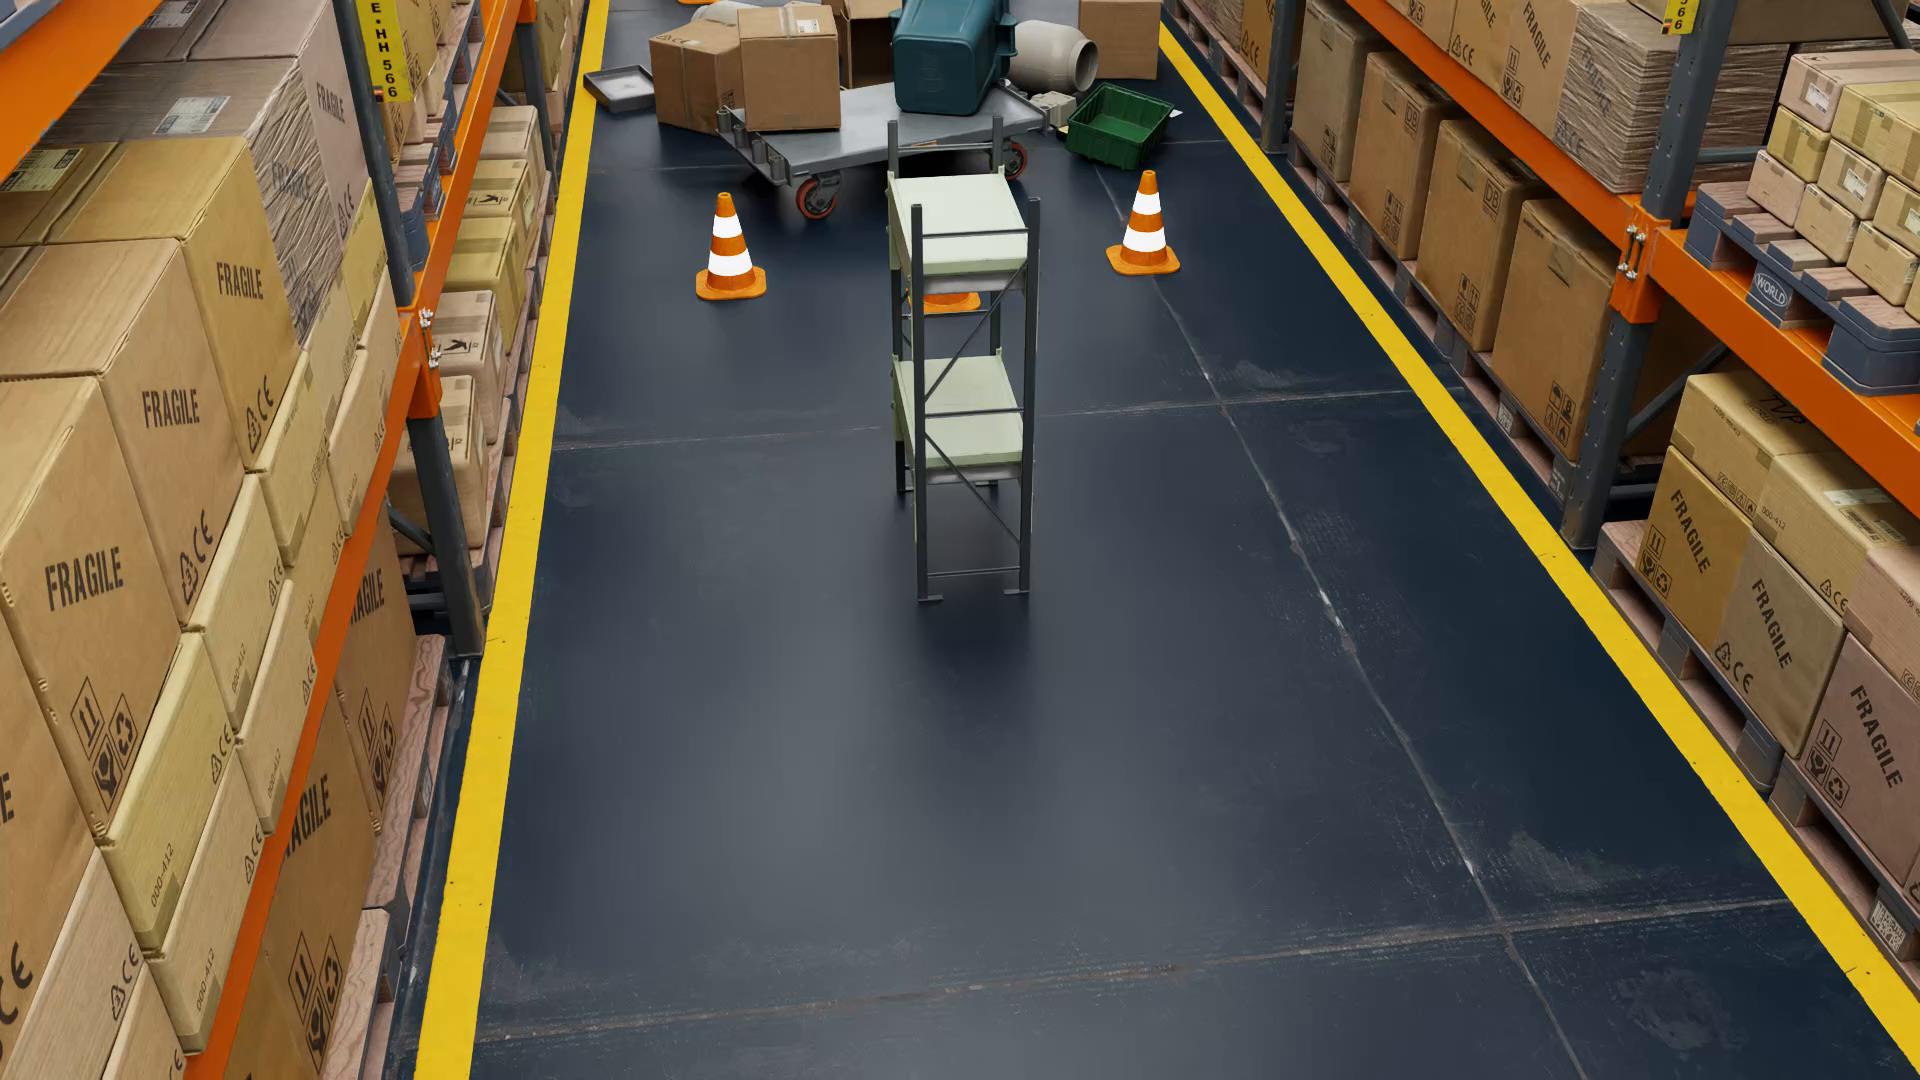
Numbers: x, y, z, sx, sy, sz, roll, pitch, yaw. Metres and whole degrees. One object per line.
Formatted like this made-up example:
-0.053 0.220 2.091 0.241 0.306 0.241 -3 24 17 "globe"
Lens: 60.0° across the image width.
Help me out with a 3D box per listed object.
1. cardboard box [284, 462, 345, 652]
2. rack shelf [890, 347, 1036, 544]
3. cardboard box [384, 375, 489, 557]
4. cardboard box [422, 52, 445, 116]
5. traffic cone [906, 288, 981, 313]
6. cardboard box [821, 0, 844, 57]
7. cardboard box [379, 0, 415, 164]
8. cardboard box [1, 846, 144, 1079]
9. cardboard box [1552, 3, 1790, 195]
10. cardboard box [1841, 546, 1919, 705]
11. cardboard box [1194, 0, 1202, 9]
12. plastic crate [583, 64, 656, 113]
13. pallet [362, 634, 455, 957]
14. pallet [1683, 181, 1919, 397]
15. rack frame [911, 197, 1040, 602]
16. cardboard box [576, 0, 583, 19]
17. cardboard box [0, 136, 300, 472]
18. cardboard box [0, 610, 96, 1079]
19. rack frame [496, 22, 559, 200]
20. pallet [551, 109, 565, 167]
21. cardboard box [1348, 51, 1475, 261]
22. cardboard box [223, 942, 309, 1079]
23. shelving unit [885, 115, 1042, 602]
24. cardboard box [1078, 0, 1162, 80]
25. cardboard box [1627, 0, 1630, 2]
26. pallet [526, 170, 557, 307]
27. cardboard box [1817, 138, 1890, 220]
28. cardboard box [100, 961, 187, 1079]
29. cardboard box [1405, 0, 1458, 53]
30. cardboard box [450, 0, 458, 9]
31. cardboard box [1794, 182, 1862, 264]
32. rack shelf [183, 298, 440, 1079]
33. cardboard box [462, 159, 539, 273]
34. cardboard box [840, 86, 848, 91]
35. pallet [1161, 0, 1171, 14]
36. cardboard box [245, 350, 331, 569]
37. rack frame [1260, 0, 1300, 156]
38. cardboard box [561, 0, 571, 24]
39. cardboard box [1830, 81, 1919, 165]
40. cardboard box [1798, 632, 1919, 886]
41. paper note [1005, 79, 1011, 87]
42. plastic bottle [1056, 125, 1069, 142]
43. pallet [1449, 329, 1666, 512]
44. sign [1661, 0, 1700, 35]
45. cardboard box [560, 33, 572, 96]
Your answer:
-1.665 0.056 3.637 0.500 0.250 0.500 -5 35 -7 "cardboard box"
-0.001 -0.354 6.017 0.431 0.370 0.720 -4 35 -6 "rack shelf"
-2.193 -0.238 5.896 0.950 0.372 0.625 -7 35 -10 "cardboard box"
-1.998 -1.571 5.742 0.380 0.149 0.250 -4 34 -6 "cardboard box"
-0.081 -1.346 7.814 0.336 0.463 0.334 -4 35 -6 "traffic cone"
-0.458 -3.479 10.907 0.637 0.503 0.797 27 43 34 "cardboard box"
-1.958 -1.441 4.975 0.500 0.500 0.500 -5 35 -8 "cardboard box"
-1.466 0.697 2.252 0.500 0.250 0.500 -4 34 -6 "cardboard box"
2.438 -1.538 5.754 0.500 0.500 0.500 -4 35 -6 "cardboard box"
2.740 0.247 4.405 0.500 0.250 0.500 -4 34 -6 "cardboard box"
1.966 -4.161 11.206 0.875 0.875 0.875 -5 35 -7 "cardboard box"
-2.063 -2.798 10.285 0.402 0.080 0.583 -16 38 -23 "plastic crate"
-2.095 0.764 4.942 1.003 0.211 1.213 -4 35 -6 "pallet"
2.966 -0.797 4.926 1.213 0.211 1.003 -4 35 -6 "pallet"
0.048 -0.419 5.533 0.400 1.500 0.023 -4 35 -6 "rack frame"
-2.765 -3.615 10.960 0.500 0.250 0.500 -4 35 -6 "cardboard box"
-1.661 -0.457 3.280 0.500 0.500 0.500 -4 35 -6 "cardboard box"
-1.459 0.394 2.031 0.500 0.500 0.500 -5 35 -7 "cardboard box"
-2.665 -3.066 8.086 1.000 3.000 0.127 -4 35 -6 "rack frame"
-2.790 -2.286 9.417 1.003 0.211 1.213 -4 35 -6 "pallet"
2.525 -1.863 7.946 1.050 0.750 0.750 -4 35 -6 "cardboard box"
-1.881 1.259 3.253 0.875 0.875 0.875 -3 34 -5 "cardboard box"
-0.001 -0.623 5.833 0.431 1.500 0.755 -4 35 -6 "shelving unit"
1.001 -3.254 10.579 0.500 0.500 0.500 1 34 2 "cardboard box"
2.645 -2.253 5.916 0.700 0.500 0.500 -5 35 -7 "cardboard box"
-2.558 -1.480 8.234 1.003 0.211 1.213 -4 35 -6 "pallet"
2.669 -1.022 4.672 0.380 0.149 0.250 -3 34 -4 "cardboard box"
-1.457 0.906 2.391 0.500 0.250 0.500 -5 35 -8 "cardboard box"
2.232 -2.381 6.991 0.500 0.500 0.500 -4 34 -6 "cardboard box"
-2.172 -2.306 6.245 0.500 0.500 0.500 -6 35 -8 "cardboard box"
2.661 -0.921 4.787 0.380 0.149 0.250 -3 34 -4 "cardboard box"
-1.858 0.579 3.376 1.077 0.370 4.000 -4 35 -6 "rack shelf"
-2.491 -1.461 7.690 0.950 0.372 0.625 -2 34 -3 "cardboard box"
-0.647 -2.554 9.762 0.396 0.266 0.258 27 43 34 "cardboard box"
1.874 -4.137 12.134 1.003 0.211 1.213 -4 35 -6 "pallet"
-1.648 -0.158 3.507 0.500 0.250 0.500 -5 35 -8 "cardboard box"
2.227 -3.498 8.719 1.000 3.000 0.127 -4 35 -6 "rack frame"
-2.628 -3.351 9.906 0.500 0.500 0.500 -3 34 -4 "cardboard box"
2.674 -1.159 4.609 0.380 0.149 0.250 -5 35 -8 "cardboard box"
2.752 0.574 4.591 0.500 0.500 0.500 -5 35 -8 "cardboard box"
0.231 -2.887 10.466 0.172 0.023 0.155 7 35 10 "paper note"
0.694 -2.323 9.605 0.133 0.061 0.283 -24 41 -30 "plastic bottle"
2.733 -0.559 6.883 1.003 0.211 1.213 -4 35 -6 "pallet"
2.215 -1.700 5.053 0.100 0.325 0.005 -4 35 -6 "sign"
-2.559 -2.750 9.691 0.500 0.250 0.500 -3 34 -4 "cardboard box"
